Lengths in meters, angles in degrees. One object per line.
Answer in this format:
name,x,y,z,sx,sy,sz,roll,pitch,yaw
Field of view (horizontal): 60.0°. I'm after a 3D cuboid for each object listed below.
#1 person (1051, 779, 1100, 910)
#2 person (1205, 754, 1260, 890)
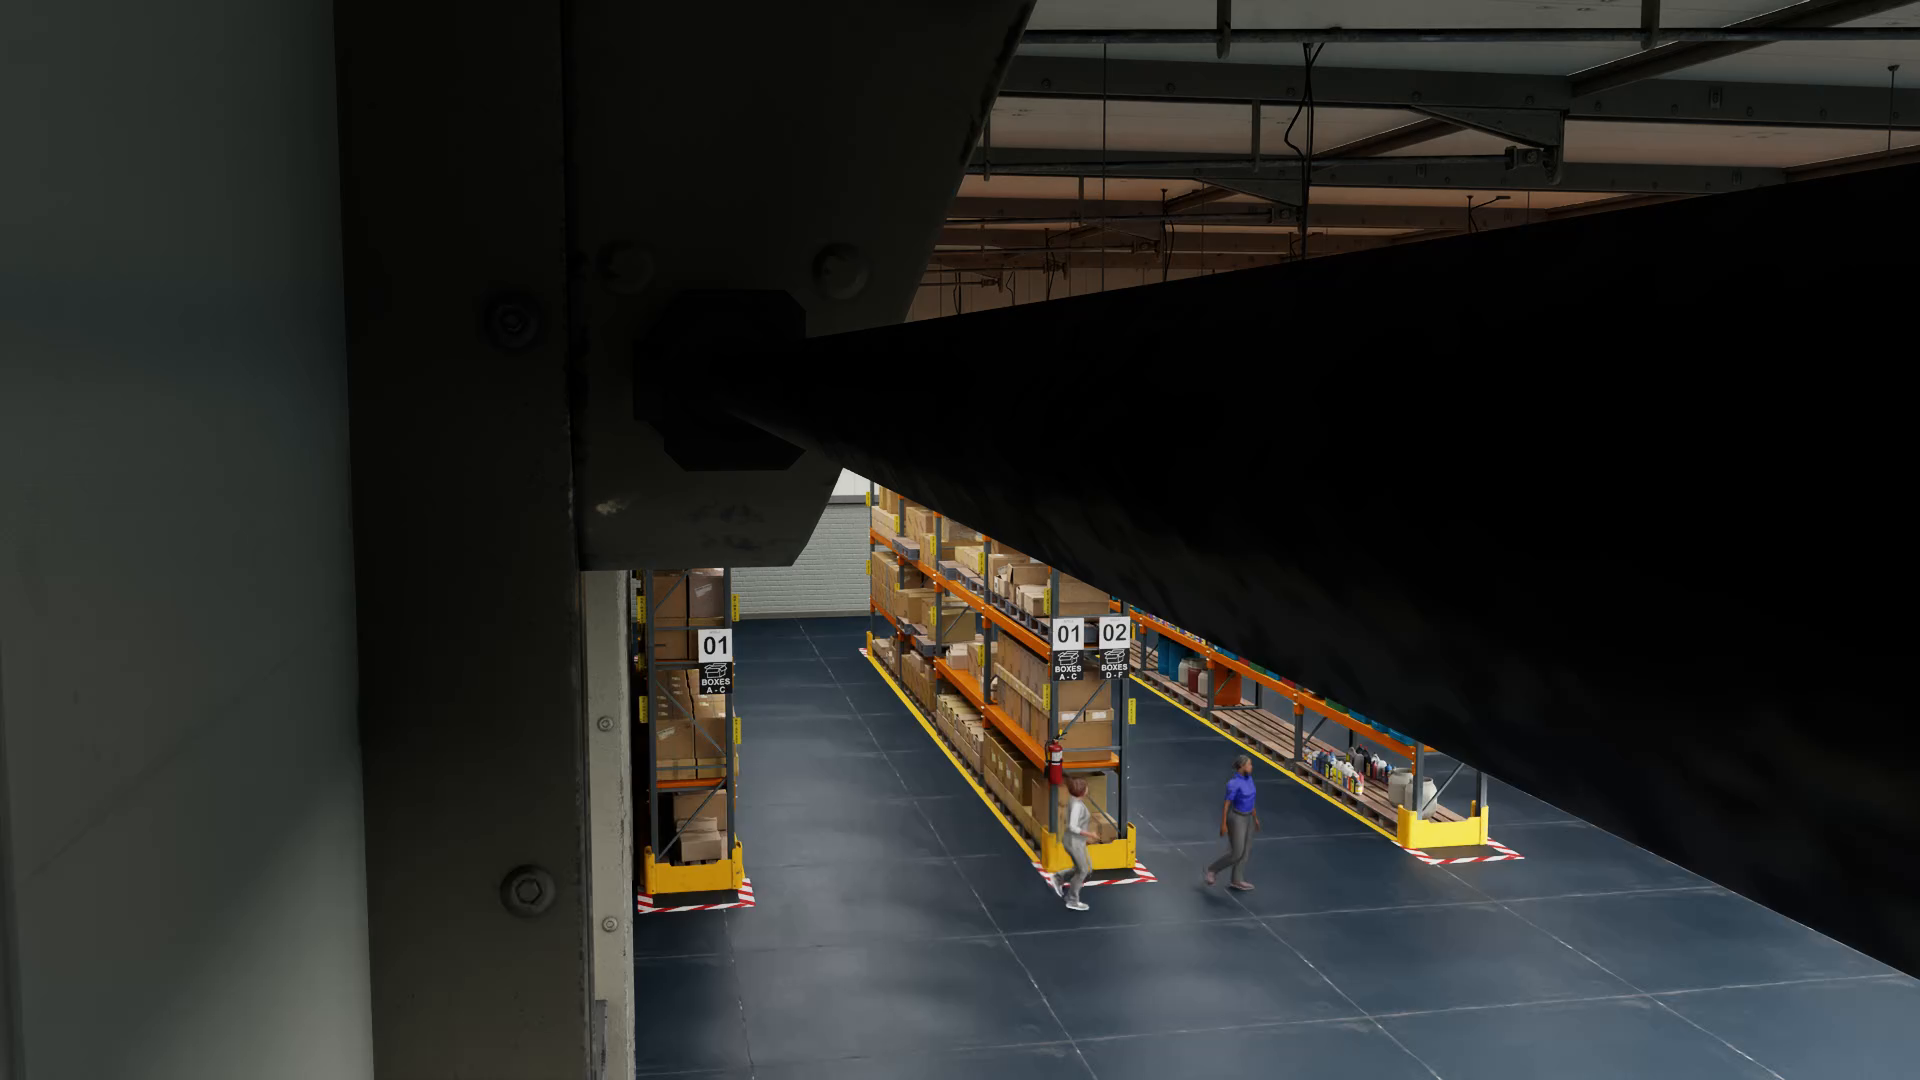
person,1.335,3.557,19.334,0.584,1.552,0.507,1,6,7
person,3.281,3.412,20.124,0.530,1.654,0.624,4,7,36
